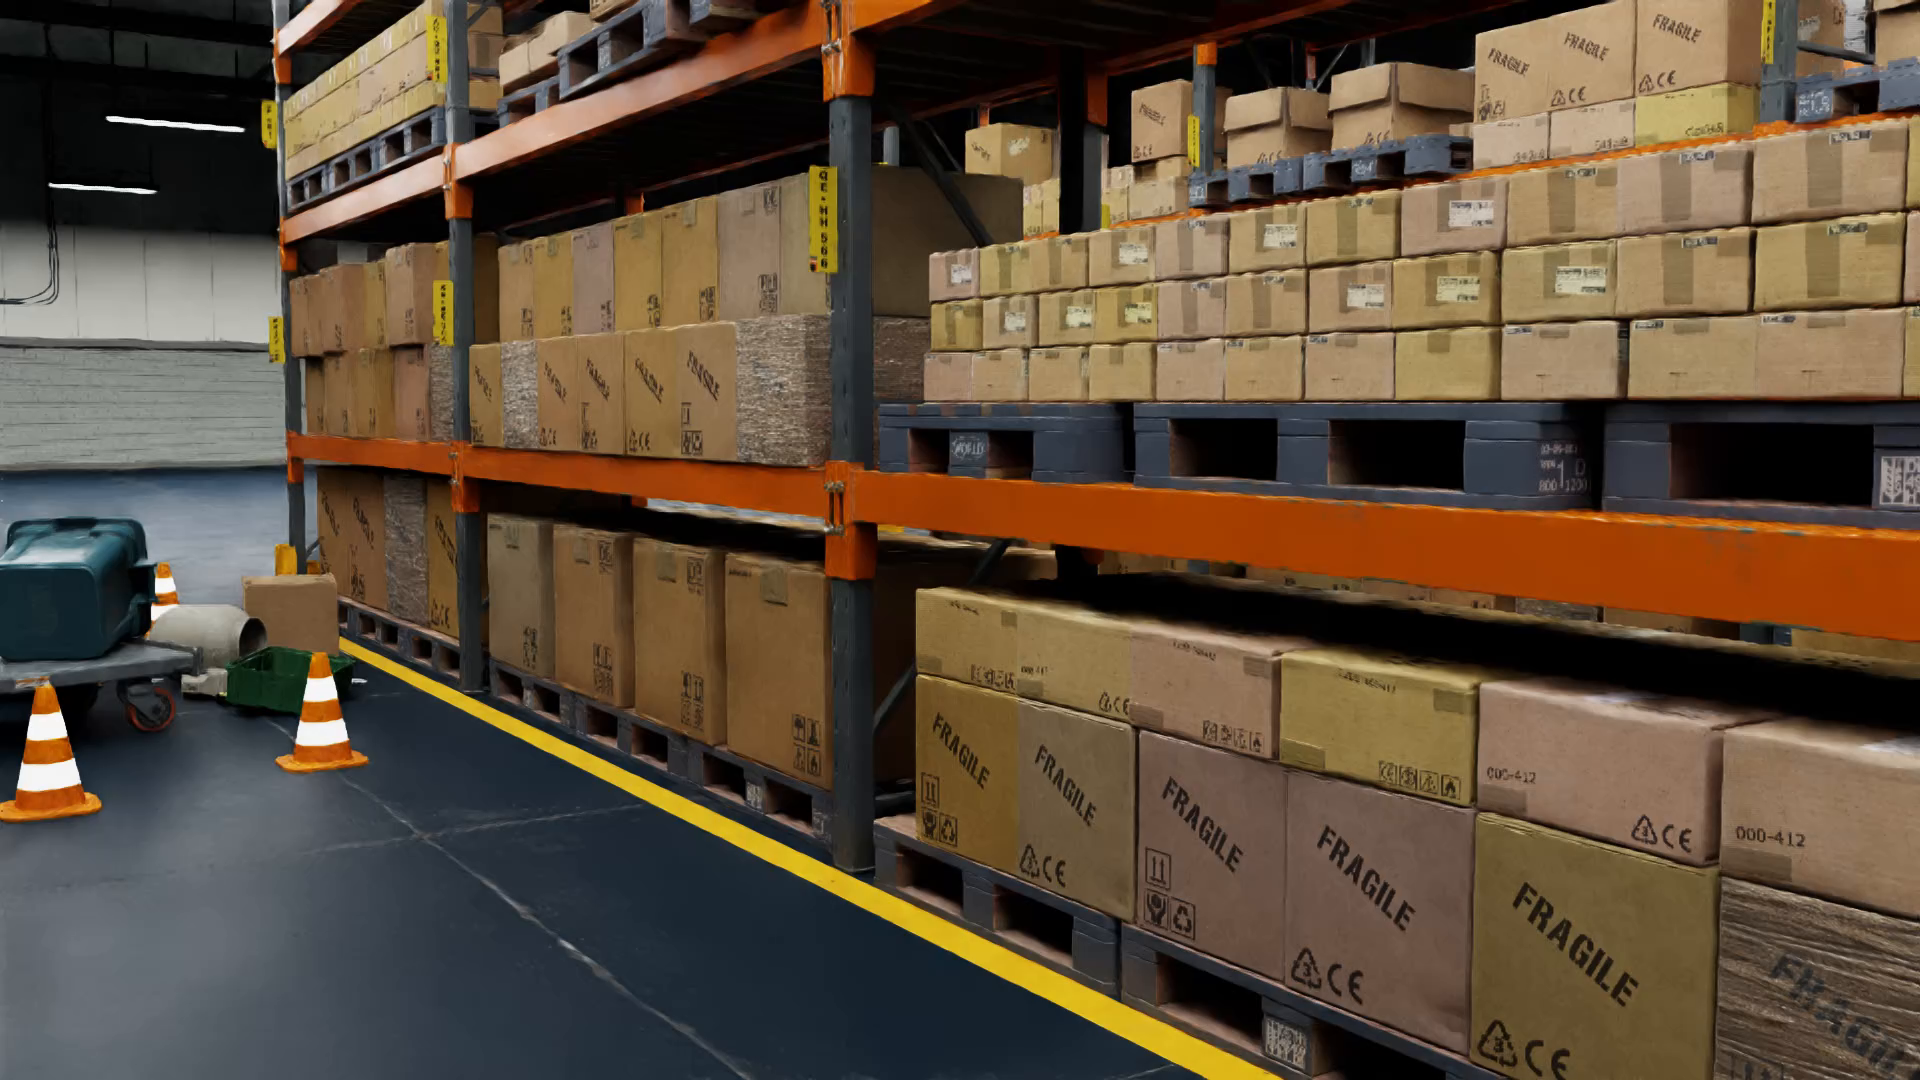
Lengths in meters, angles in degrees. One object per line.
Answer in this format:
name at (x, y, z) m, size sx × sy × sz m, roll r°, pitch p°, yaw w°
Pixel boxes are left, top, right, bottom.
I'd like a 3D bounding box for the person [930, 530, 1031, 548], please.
person at (0.113, -0.065, 8.744) m, size 0.557 × 1.719 × 0.592 m, roll 0°, pitch 5°, yaw 1°
